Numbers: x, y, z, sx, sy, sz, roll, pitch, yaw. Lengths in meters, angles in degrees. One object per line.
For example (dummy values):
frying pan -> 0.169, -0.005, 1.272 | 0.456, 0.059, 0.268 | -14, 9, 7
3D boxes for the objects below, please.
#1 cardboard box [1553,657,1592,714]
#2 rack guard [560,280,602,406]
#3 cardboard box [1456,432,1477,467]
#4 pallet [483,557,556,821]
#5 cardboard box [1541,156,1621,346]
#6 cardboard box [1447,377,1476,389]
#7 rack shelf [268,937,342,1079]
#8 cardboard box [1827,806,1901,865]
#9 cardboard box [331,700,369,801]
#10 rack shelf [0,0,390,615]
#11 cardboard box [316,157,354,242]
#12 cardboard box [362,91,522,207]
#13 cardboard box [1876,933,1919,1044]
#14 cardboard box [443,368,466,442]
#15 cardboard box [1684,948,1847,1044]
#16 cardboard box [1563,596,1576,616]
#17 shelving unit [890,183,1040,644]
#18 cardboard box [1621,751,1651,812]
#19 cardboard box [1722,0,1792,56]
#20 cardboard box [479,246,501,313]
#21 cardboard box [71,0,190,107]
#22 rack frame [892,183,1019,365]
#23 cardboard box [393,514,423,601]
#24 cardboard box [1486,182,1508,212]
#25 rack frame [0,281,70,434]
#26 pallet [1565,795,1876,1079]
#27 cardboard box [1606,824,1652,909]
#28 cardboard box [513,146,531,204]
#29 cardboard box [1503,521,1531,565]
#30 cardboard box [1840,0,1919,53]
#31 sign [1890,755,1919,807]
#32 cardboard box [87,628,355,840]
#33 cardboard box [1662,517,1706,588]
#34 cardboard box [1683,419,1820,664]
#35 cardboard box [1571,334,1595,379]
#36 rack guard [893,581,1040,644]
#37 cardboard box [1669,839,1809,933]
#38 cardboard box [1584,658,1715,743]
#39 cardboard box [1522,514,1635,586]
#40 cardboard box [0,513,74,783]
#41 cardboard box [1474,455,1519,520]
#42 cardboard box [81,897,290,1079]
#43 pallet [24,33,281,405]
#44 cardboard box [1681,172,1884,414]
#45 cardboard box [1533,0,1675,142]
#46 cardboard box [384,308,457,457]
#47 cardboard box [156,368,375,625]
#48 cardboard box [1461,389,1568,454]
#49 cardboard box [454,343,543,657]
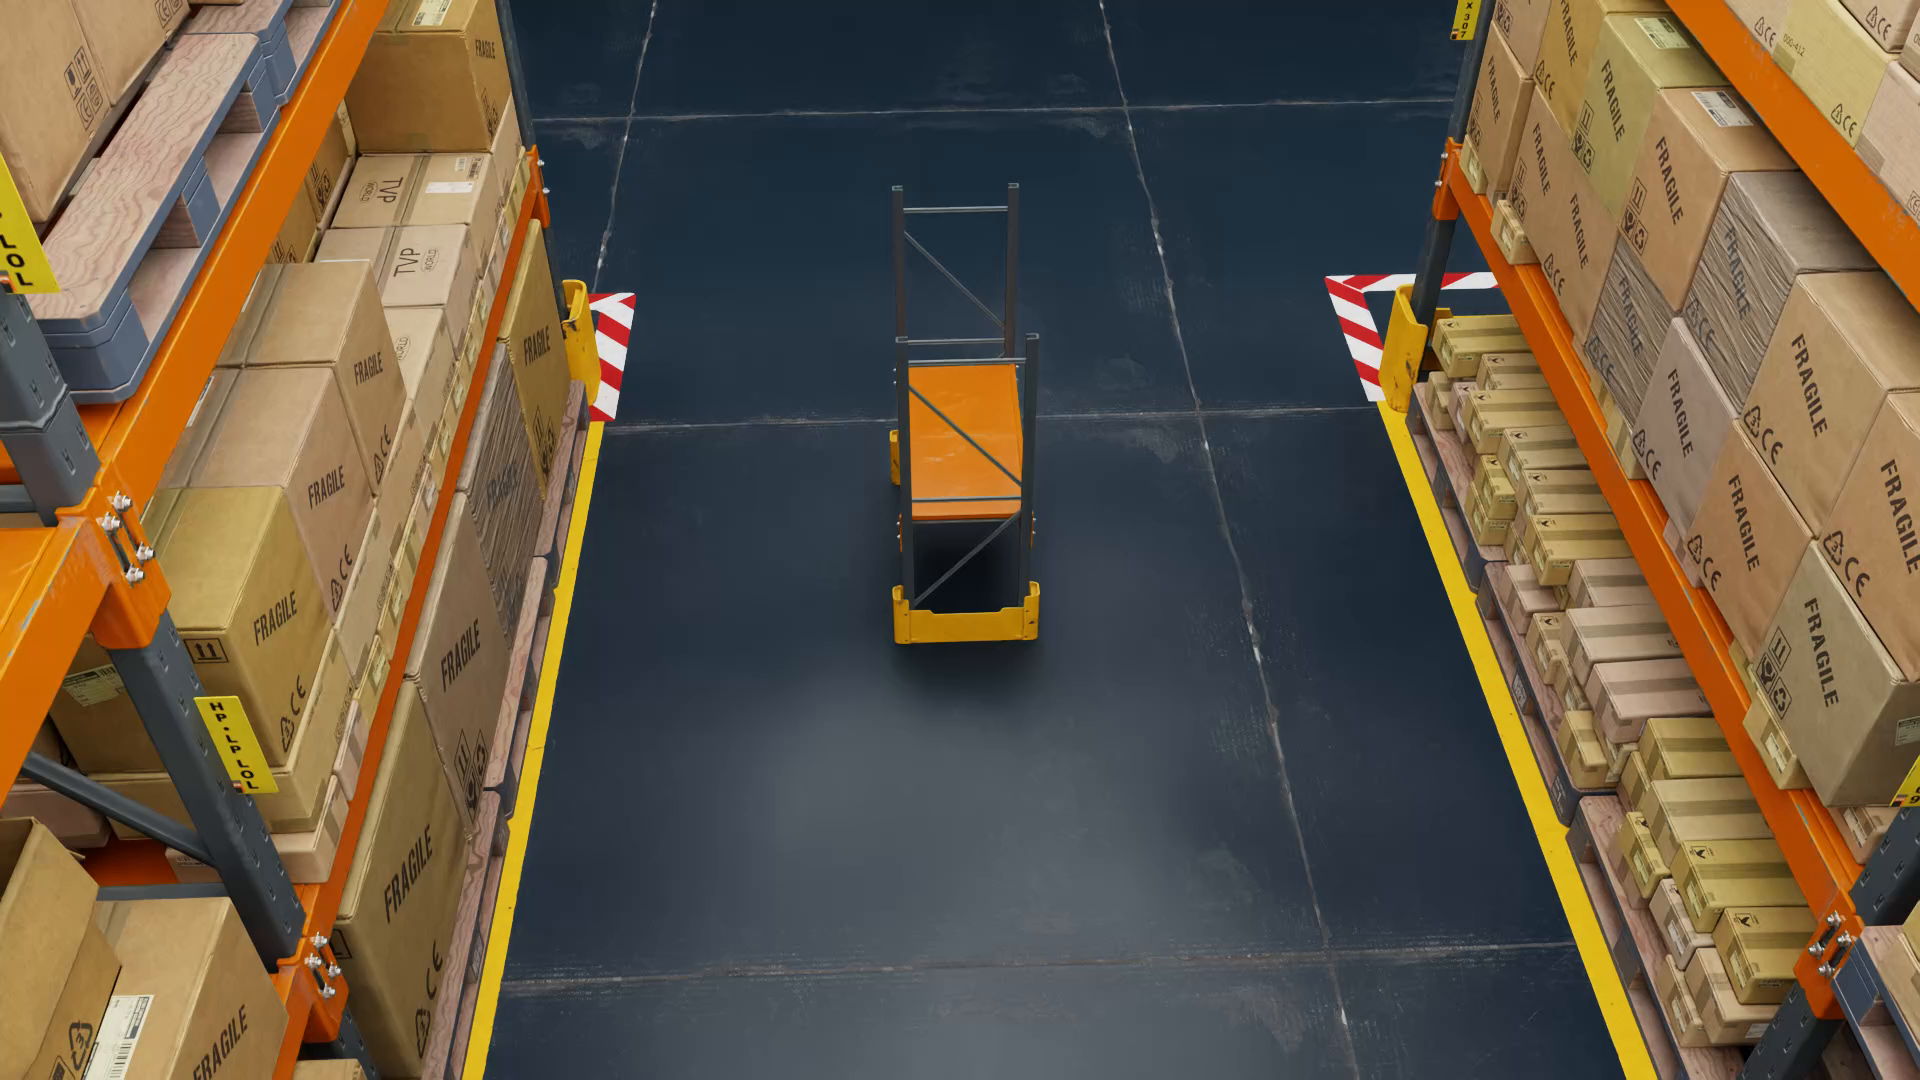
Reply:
cardboard box -> 2.450, 0.573, 6.204 | 0.380, 0.149, 0.250 | -1, 43, -1
rack guard -> -2.335, -0.913, 7.876 | 1.175, 0.500, 0.348 | -2, 43, -2
cardboard box -> 2.421, -0.459, 7.330 | 0.380, 0.149, 0.250 | -2, 43, -2
pallet -> -2.173, 0.569, 6.473 | 1.003, 0.211, 1.213 | -2, 43, -2
cardboard box -> 2.425, -1.036, 5.866 | 0.500, 0.500, 0.500 | -1, 43, -1
cardboard box -> 2.391, -0.745, 7.421 | 0.380, 0.149, 0.250 | 0, 43, 0
rack shelf -> -2.079, 2.498, 2.837 | 1.077, 0.370, 4.000 | -2, 43, -2
cardboard box -> 2.549, 0.715, 4.436 | 0.380, 0.149, 0.250 | -2, 43, -2
cardboard box -> -1.856, 0.588, 4.574 | 0.380, 0.149, 0.250 | -3, 43, -3
rack shelf -> -2.249, -1.308, 4.770 | 1.077, 0.370, 4.000 | -2, 43, -2
cardboard box -> -2.555, -1.190, 6.219 | 0.500, 0.250, 0.500 | -2, 43, -2
cardboard box -> -2.049, -1.553, 6.615 | 0.500, 0.250, 0.500 | -2, 43, -2
cardboard box -> 2.353, 1.025, 3.787 | 0.380, 0.149, 0.250 | -4, 43, -4
cardboard box -> -1.925, -0.462, 5.721 | 0.380, 0.149, 0.250 | -1, 43, -1
cardboard box -> 2.464, 1.391, 5.091 | 0.380, 0.149, 0.250 | -1, 43, -1
cardboard box -> 2.508, 0.322, 6.258 | 0.380, 0.149, 0.250 | 0, 43, 0
shelving unit -> 0.003, -0.501, 6.687 | 0.587, 1.500, 1.083 | -2, 43, -2
cardboard box -> 2.499, 0.856, 5.675 | 0.380, 0.149, 0.250 | -1, 43, -1
cardboard box -> 2.453, -1.580, 4.645 | 0.500, 0.250, 0.500 | -2, 43, -2
cardboard box -> -1.958, -0.980, 6.285 | 0.380, 0.149, 0.250 | -1, 43, -1
cardboard box -> -2.276, -1.342, 3.815 | 0.700, 0.500, 0.500 | 0, 43, 0
rack frame -> -0.018, -0.838, 7.055 | 0.500, 1.500, 0.032 | -2, 43, -2
cardboard box -> -1.892, 0.060, 5.150 | 0.380, 0.149, 0.250 | -2, 43, -2
cardboard box -> 2.364, -1.401, 6.744 | 0.380, 0.149, 0.250 | 0, 43, 0
rack frame -> -2.164, -1.329, 2.040 | 1.000, 3.000, 0.127 | -2, 43, -2
pallet -> 2.732, 1.384, 5.584 | 1.003, 0.211, 1.213 | -2, 43, -2
cardboard box -> 2.435, 1.095, 5.634 | 0.380, 0.149, 0.250 | -3, 43, -3
cardboard box -> -1.990, -1.494, 6.846 | 0.380, 0.149, 0.250 | -1, 43, -1
cardboard box -> 2.446, 0.054, 6.770 | 0.380, 0.149, 0.250 | -2, 43, -2
cardboard box -> 2.485, -1.434, 4.116 | 0.500, 0.250, 0.500 | 0, 43, 0
sign -> 2.254, 0.510, 3.833 | 0.100, 0.325, 0.005 | -2, 43, -2
cardboard box -> -1.923, 0.503, 4.372 | 0.500, 0.250, 0.500 | -2, 43, -3
cardboard box -> 2.450, 0.005, 5.211 | 0.380, 0.149, 0.250 | -3, 43, -4
cardboard box -> 2.472, -0.007, 4.744 | 0.500, 0.500, 0.500 | -3, 43, -3
cardboard box -> 2.439, -0.695, 5.975 | 0.380, 0.149, 0.250 | -2, 43, -3
rack guard -> 0.024, 0.296, 6.743 | 0.587, 0.250, 0.087 | -2, 43, -2
cardboard box -> 2.470, 1.081, 5.210 | 0.380, 0.149, 0.250 | -1, 43, -1
cardboard box -> 2.415, 0.556, 5.783 | 0.380, 0.149, 0.250 | -4, 43, -4
cardboard box -> 2.384, 0.036, 6.349 | 0.380, 0.149, 0.250 | -1, 43, -1
cardboard box -> -2.451, 0.249, 4.094 | 0.500, 0.500, 0.500 | -1, 43, -1
cardboard box -> 2.348, -0.219, 6.848 | 0.380, 0.149, 0.250 | 0, 43, 0
cardboard box -> -1.872, 1.153, 3.698 | 0.500, 0.500, 0.500 | -2, 43, -2
pallet -> -2.189, -0.743, 3.687 | 1.003, 0.211, 1.213 | -2, 43, -2
cardboard box -> 2.470, -0.711, 4.772 | 0.500, 0.500, 0.500 | -1, 43, -1
cardboard box -> 2.407, -1.756, 5.912 | 0.500, 0.500, 0.500 | -1, 43, -1
cardboard box -> -1.980, -0.515, 5.483 | 0.500, 0.250, 0.500 | -2, 43, -2
cardboard box -> -1.942, -0.112, 4.488 | 0.500, 0.500, 0.500 | -2, 43, -2
cardboard box -> 2.323, -0.495, 6.929 | 0.380, 0.149, 0.250 | -2, 43, -2
cardboard box -> -2.189, -0.145, 6.450 | 0.875, 0.875, 0.875 | -2, 43, -2
